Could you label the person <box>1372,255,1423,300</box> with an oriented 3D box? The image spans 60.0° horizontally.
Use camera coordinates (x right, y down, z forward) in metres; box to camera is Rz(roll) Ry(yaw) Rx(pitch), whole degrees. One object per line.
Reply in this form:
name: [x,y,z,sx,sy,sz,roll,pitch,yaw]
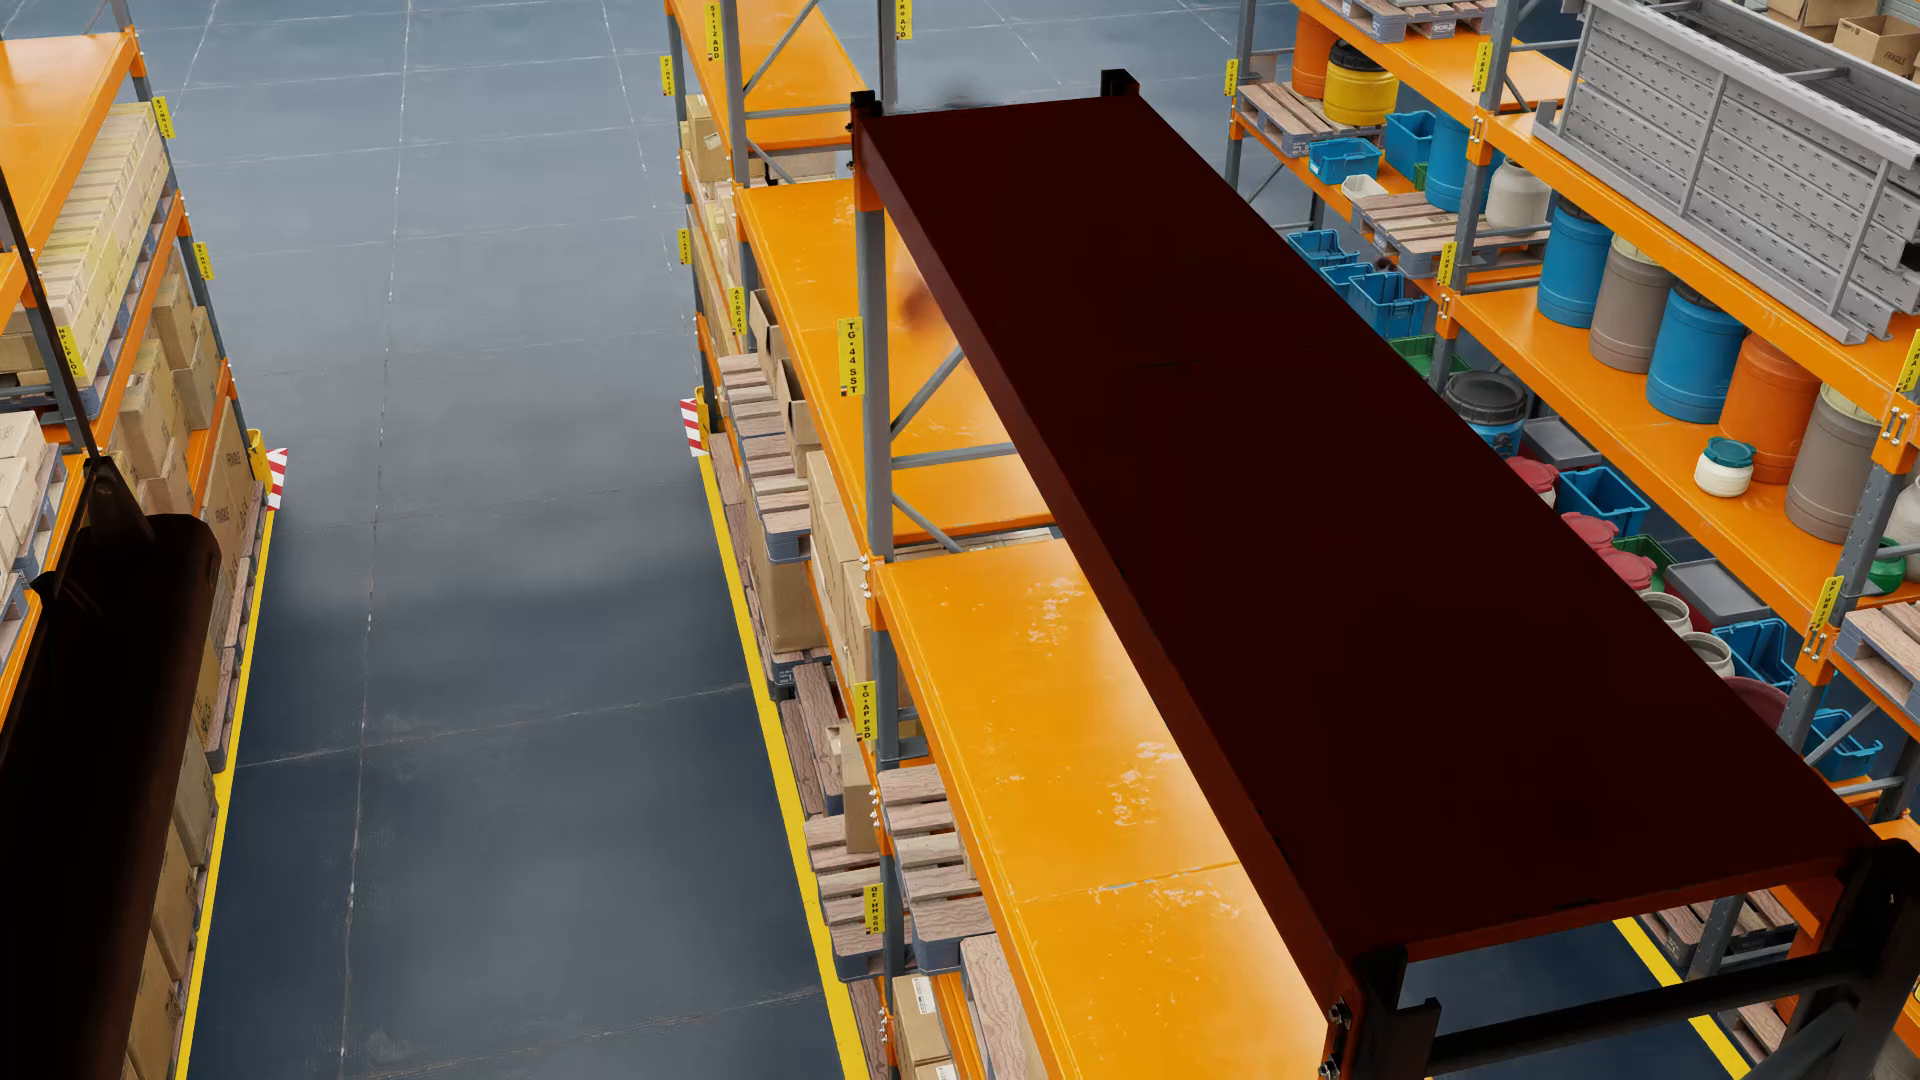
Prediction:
person: [4.332,-2.434,16.079,0.744,1.750,0.945,-13,36,-18]
